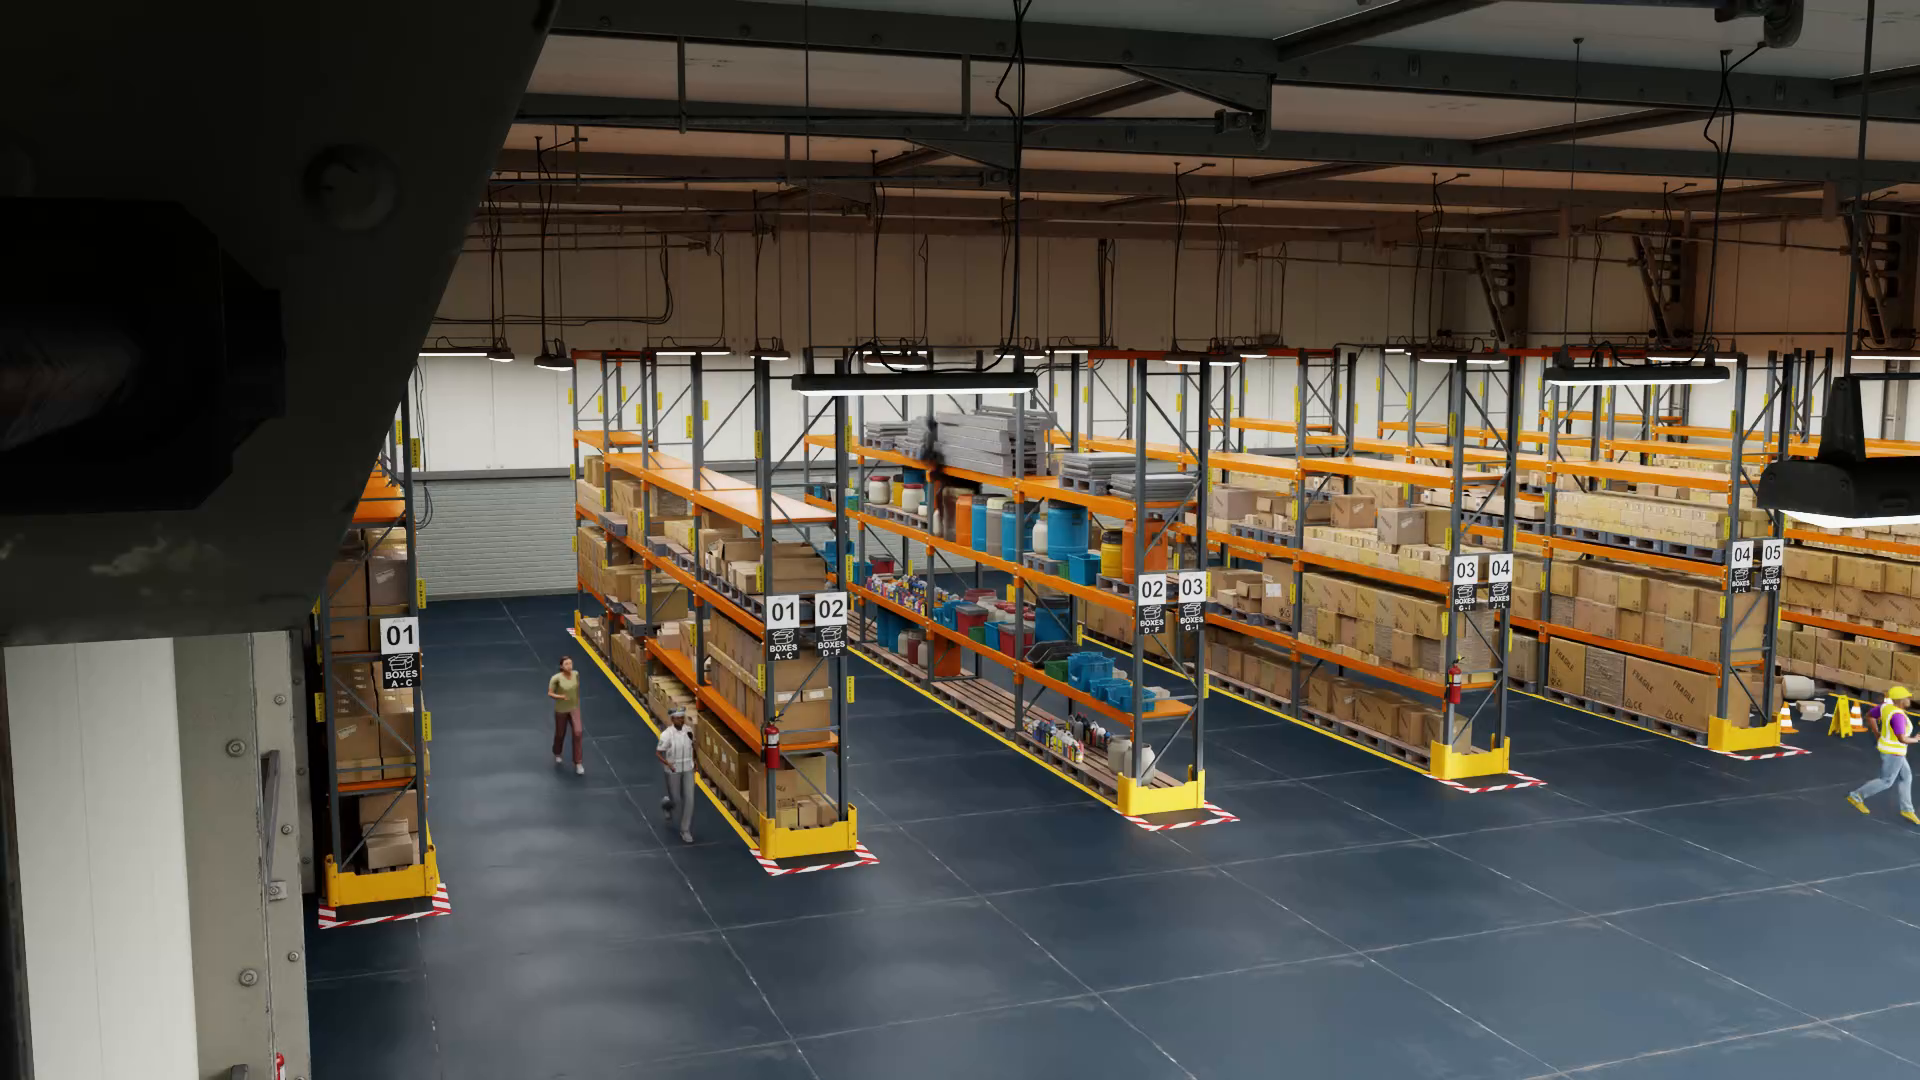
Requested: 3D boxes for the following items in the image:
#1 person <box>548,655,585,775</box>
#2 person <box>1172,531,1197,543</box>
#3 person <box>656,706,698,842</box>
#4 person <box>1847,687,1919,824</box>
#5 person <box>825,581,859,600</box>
[{"bbox_3d":[-5.737,2.497,24.170,0.529,1.696,0.887,-4,8,-28],"label":"person"},{"bbox_3d":[5.616,0.289,41.506,0.775,1.835,0.772,-6,9,-40],"label":"person"},{"bbox_3d":[-3.557,2.913,21.019,0.578,1.687,0.791,-4,8,-29],"label":"person"},{"bbox_3d":[12.065,2.795,21.592,0.911,1.828,0.729,2,7,17],"label":"person"},{"bbox_3d":[-2.826,0.525,39.539,0.863,1.781,0.654,0,7,4],"label":"person"}]
